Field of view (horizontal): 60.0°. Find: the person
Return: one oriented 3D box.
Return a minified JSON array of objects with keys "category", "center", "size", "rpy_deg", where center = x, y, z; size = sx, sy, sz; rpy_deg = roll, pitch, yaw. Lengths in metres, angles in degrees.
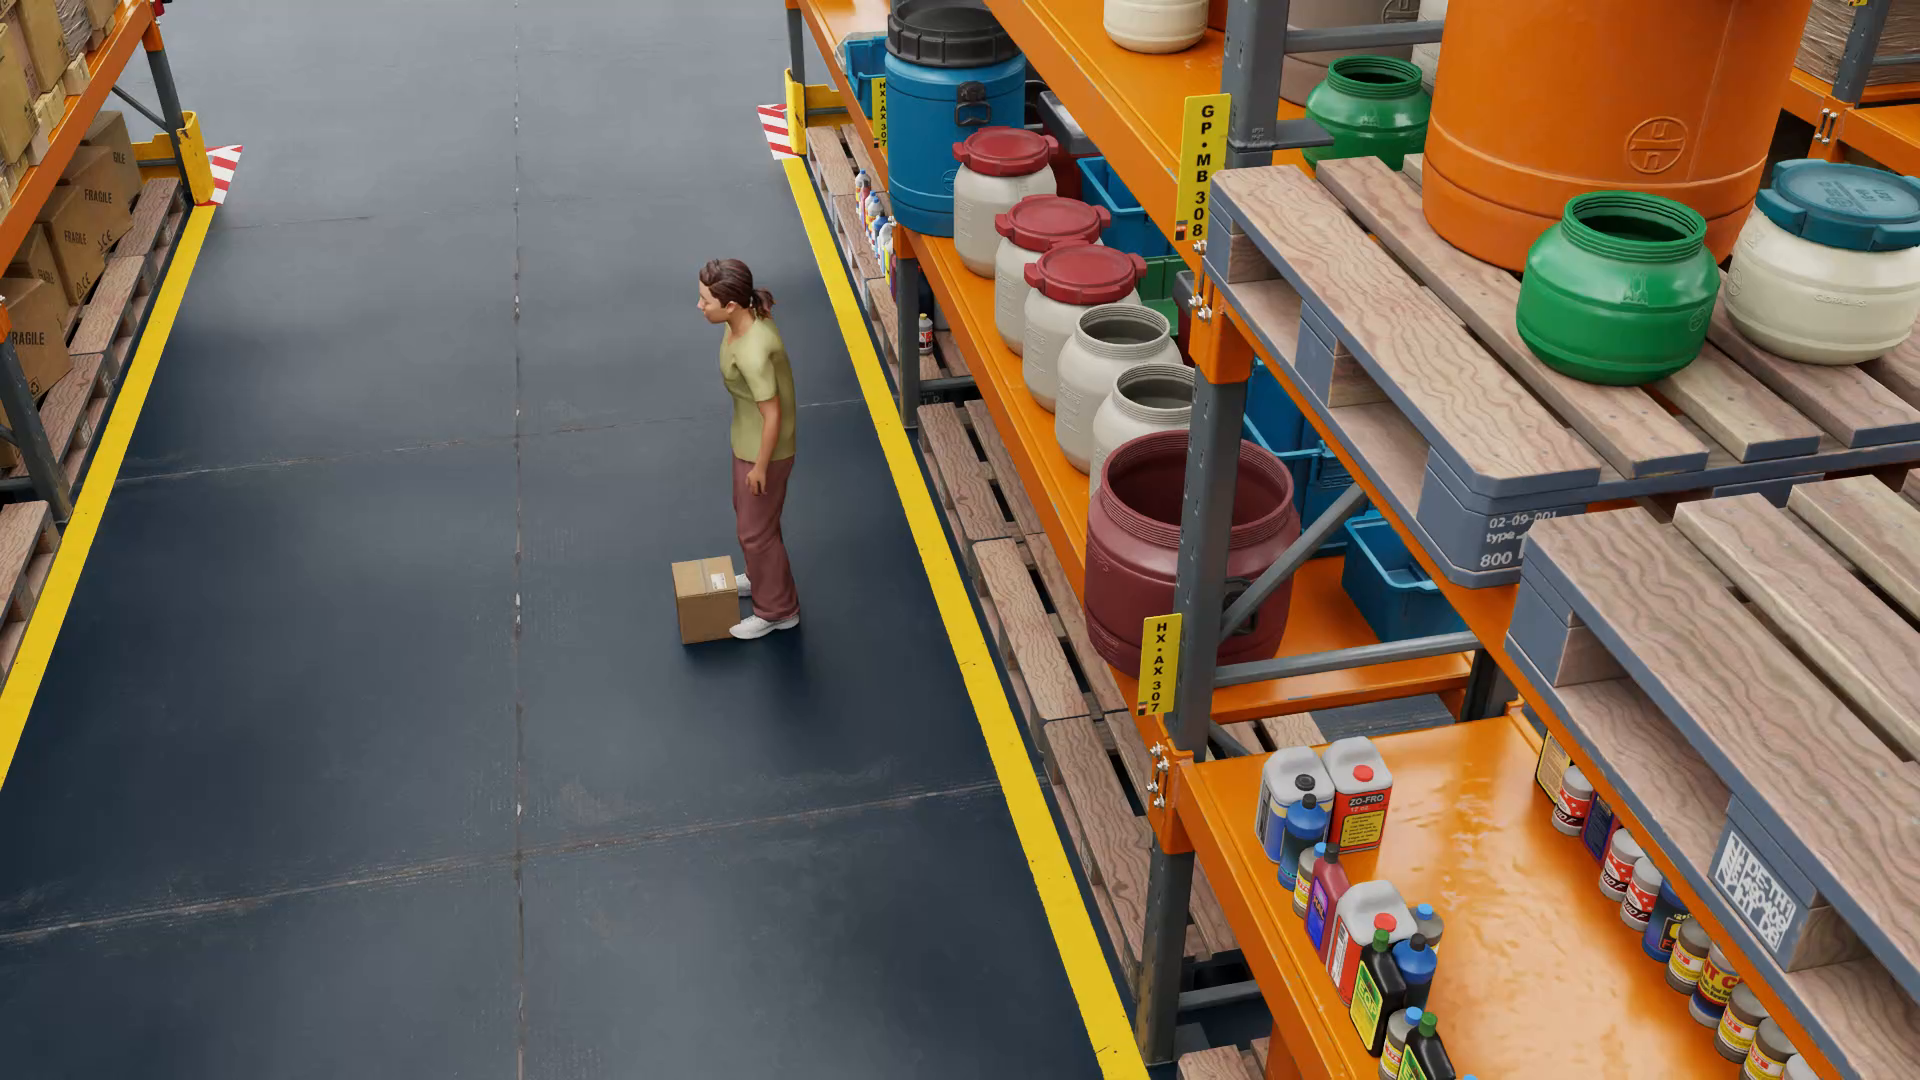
[{"category":"person","center":[-0.832,-0.372,6.686],"size":[0.360,1.672,0.498],"rpy_deg":[-7,35,-10]}]
